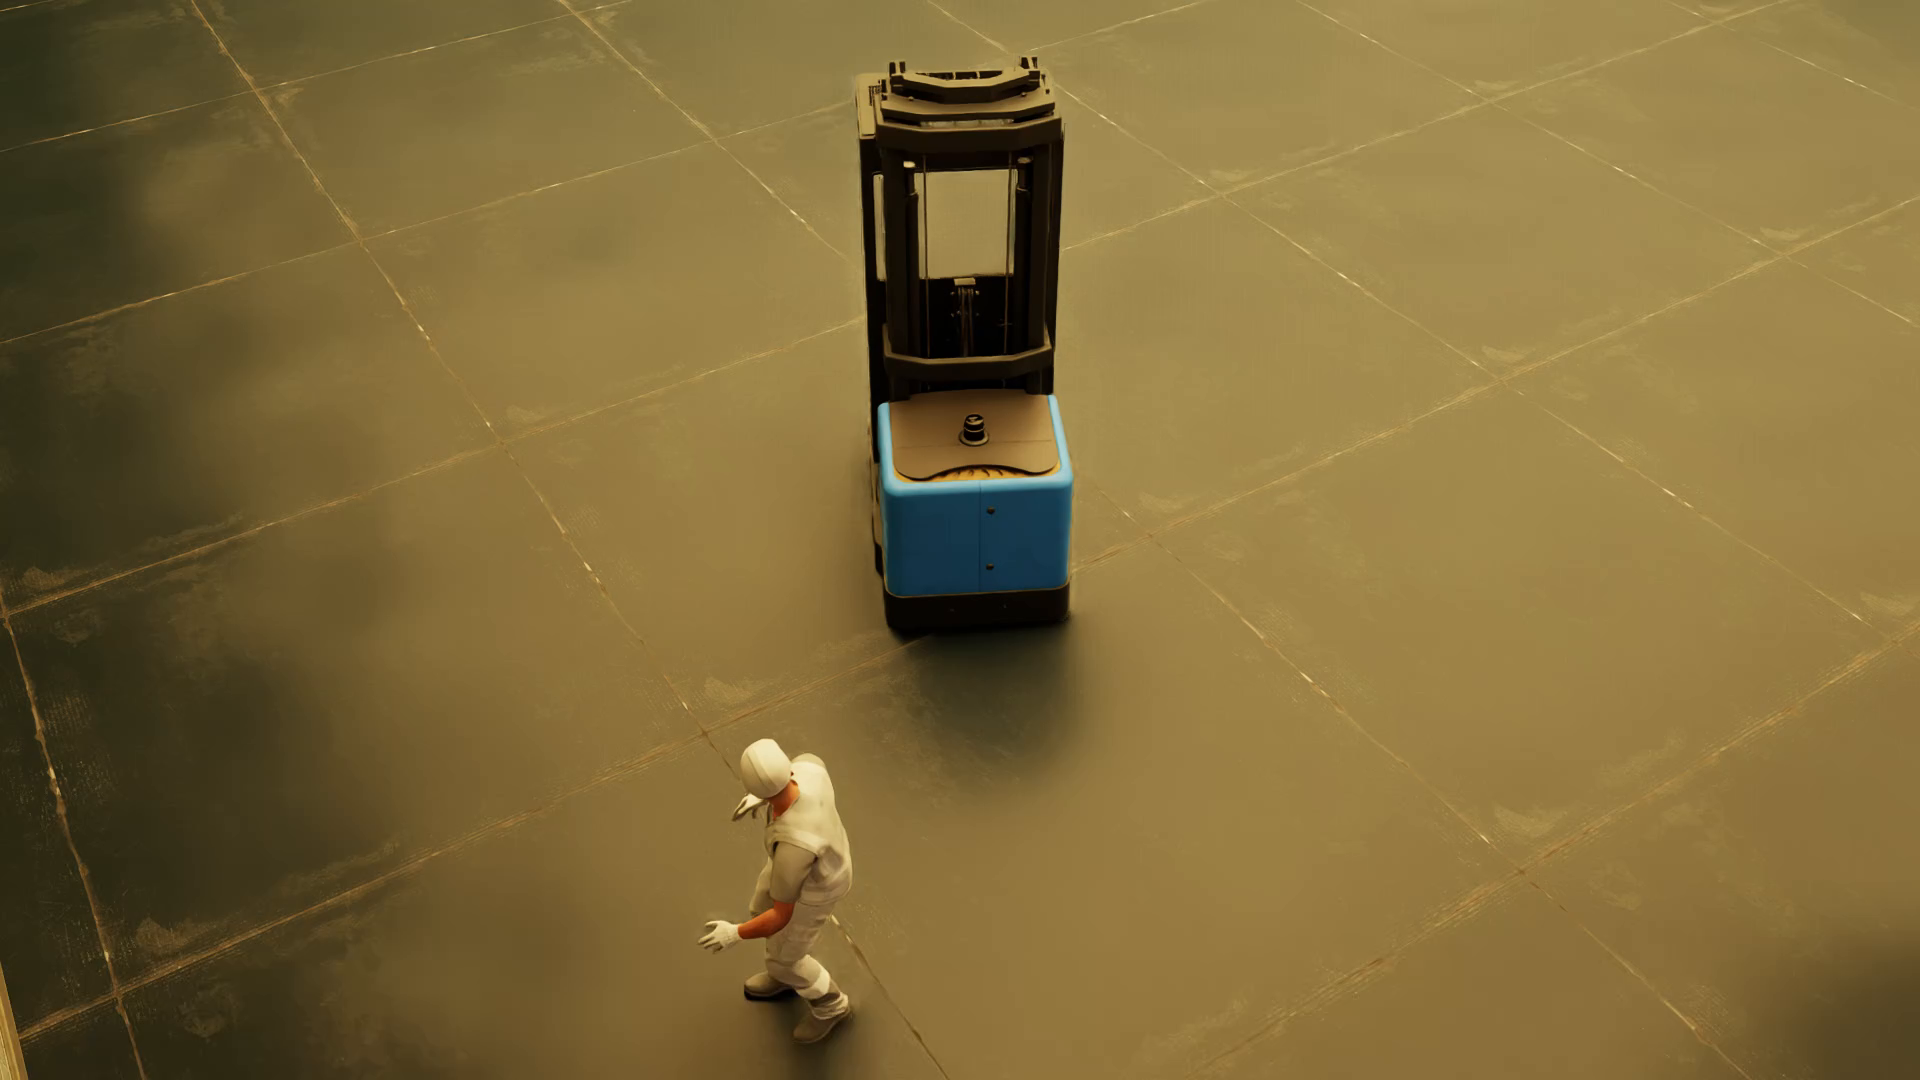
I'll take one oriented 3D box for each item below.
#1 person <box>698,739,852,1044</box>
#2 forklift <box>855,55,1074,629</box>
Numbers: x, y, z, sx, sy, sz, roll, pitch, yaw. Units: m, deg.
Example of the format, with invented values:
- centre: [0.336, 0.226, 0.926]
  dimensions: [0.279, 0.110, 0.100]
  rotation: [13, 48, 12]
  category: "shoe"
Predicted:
- centre: [-0.796, 1.482, 7.131]
  dimensions: [0.675, 1.722, 0.784]
  rotation: [-6, 42, -7]
  category: "person"
- centre: [-0.010, -1.563, 9.660]
  dimensions: [1.130, 2.935, 3.031]
  rotation: [-3, 41, -3]
  category: "forklift"
